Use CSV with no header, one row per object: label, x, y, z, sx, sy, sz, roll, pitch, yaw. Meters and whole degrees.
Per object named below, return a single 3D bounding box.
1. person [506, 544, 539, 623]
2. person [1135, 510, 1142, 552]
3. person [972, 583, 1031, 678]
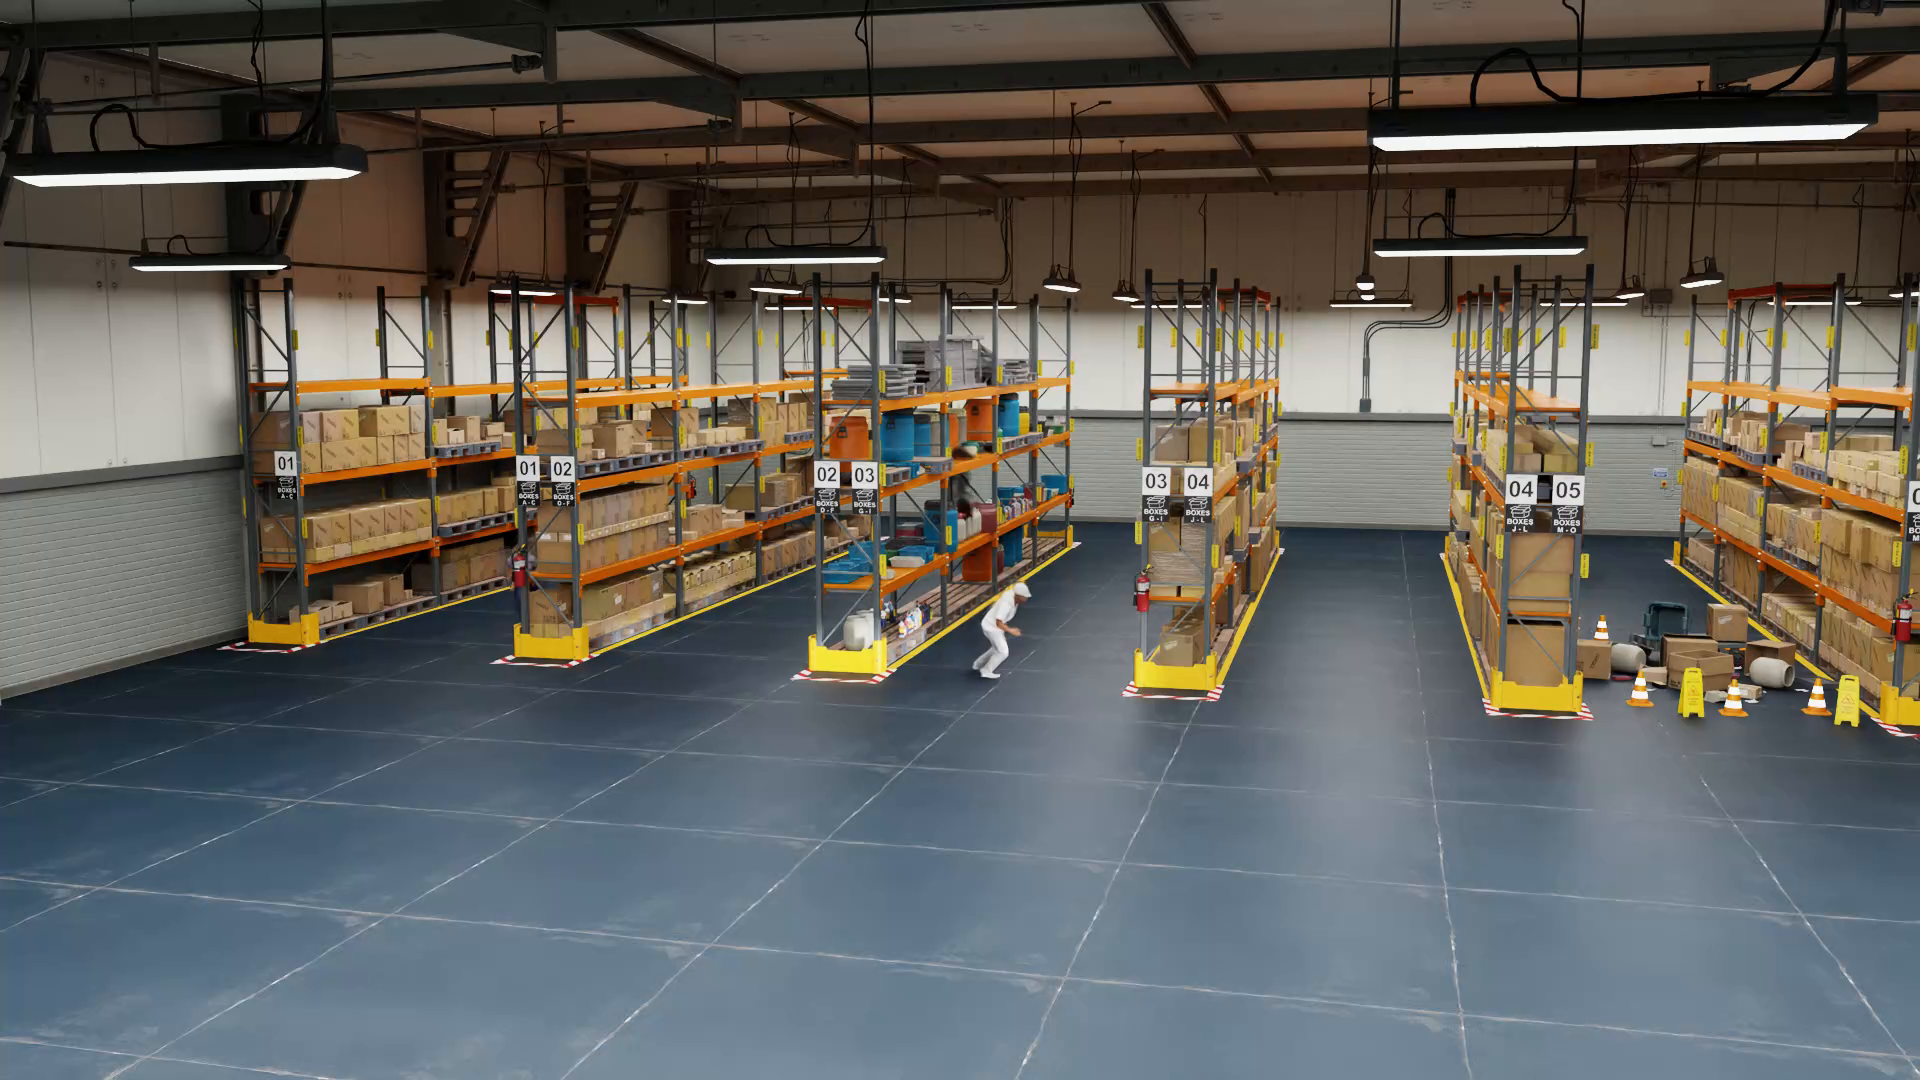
person,-7.591,0.804,29.092,0.666,1.499,0.767,-2,7,-17
person,3.964,-0.025,34.567,0.651,1.766,0.772,2,7,15
person,0.606,1.338,24.555,0.968,1.477,0.723,2,7,15
